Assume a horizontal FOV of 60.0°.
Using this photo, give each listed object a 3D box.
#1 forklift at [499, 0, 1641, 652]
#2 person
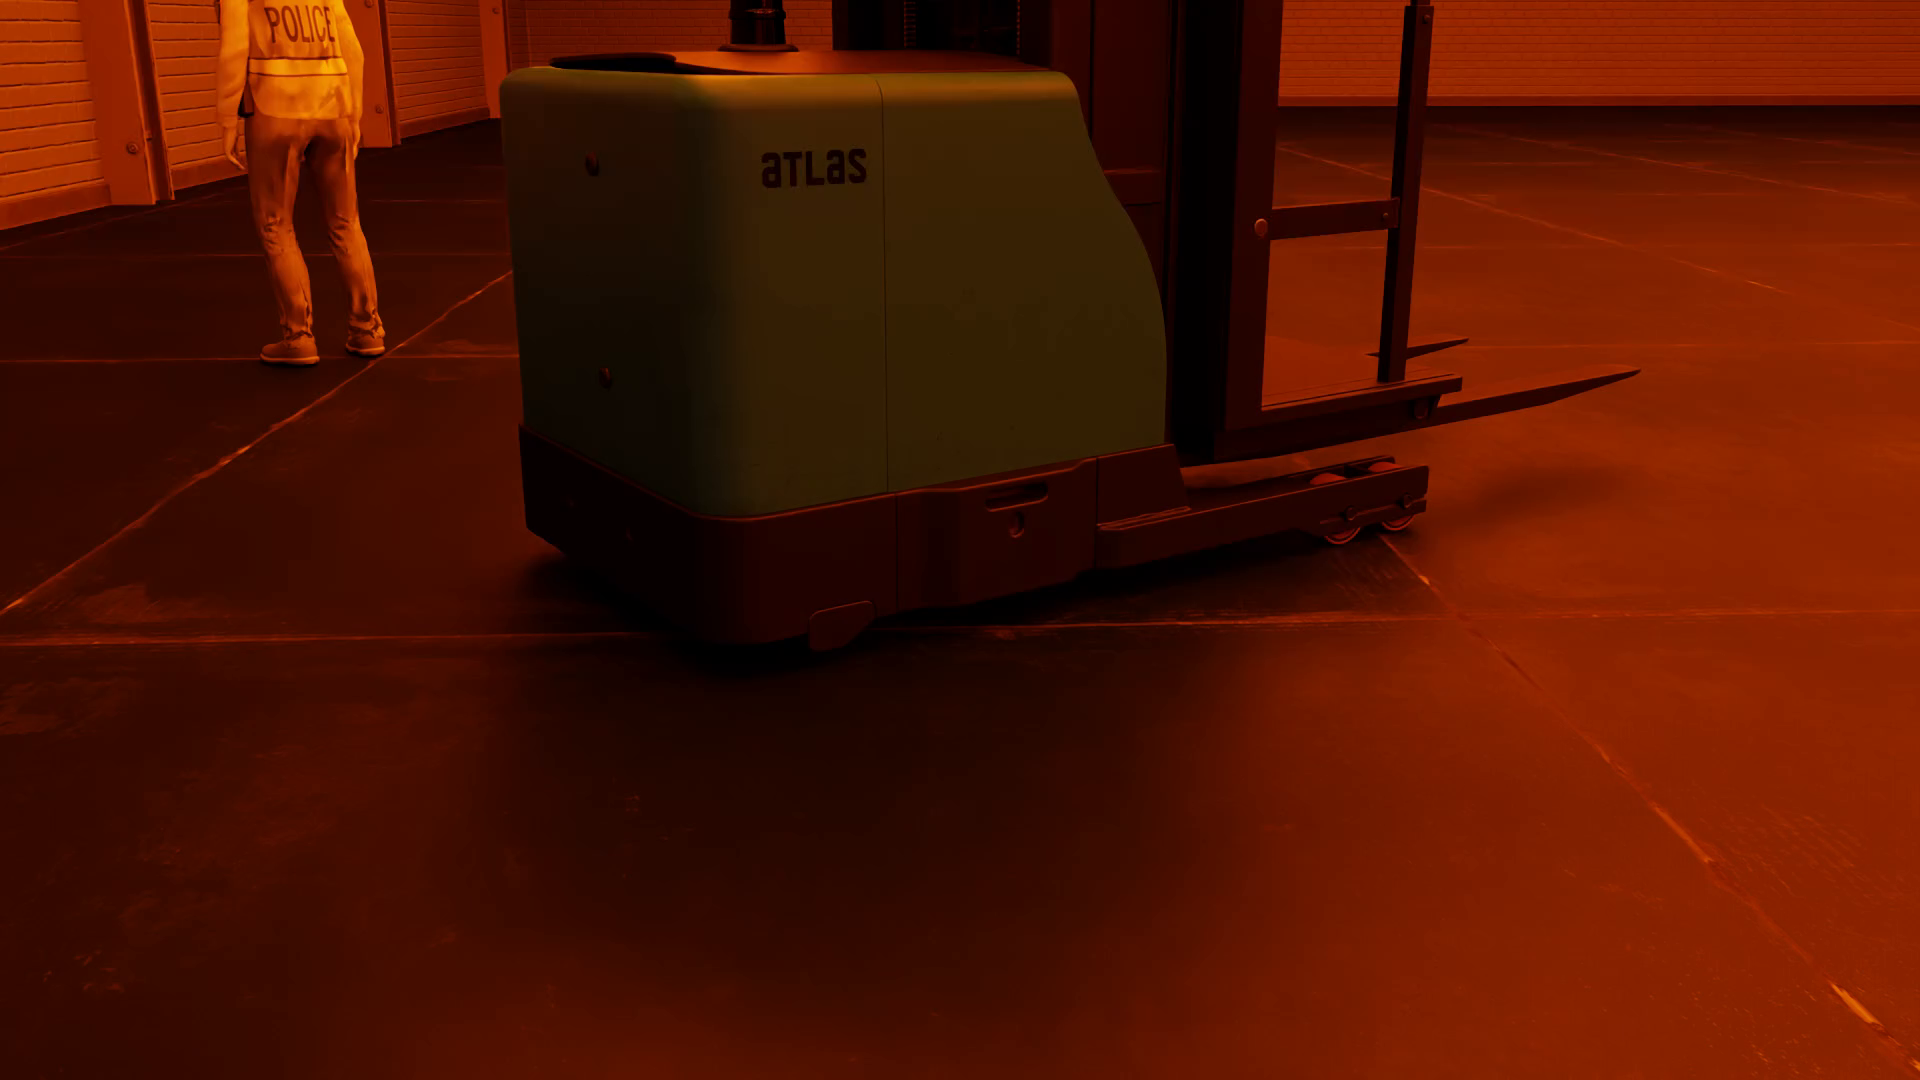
[{"bbox_3d":[0.514,-1.506,3.829,3.031,2.935,1.130,-11,20,-33],"label":"forklift"},{"bbox_3d":[-2.333,-1.452,5.819,0.370,1.666,0.547,15,23,40],"label":"person"}]
